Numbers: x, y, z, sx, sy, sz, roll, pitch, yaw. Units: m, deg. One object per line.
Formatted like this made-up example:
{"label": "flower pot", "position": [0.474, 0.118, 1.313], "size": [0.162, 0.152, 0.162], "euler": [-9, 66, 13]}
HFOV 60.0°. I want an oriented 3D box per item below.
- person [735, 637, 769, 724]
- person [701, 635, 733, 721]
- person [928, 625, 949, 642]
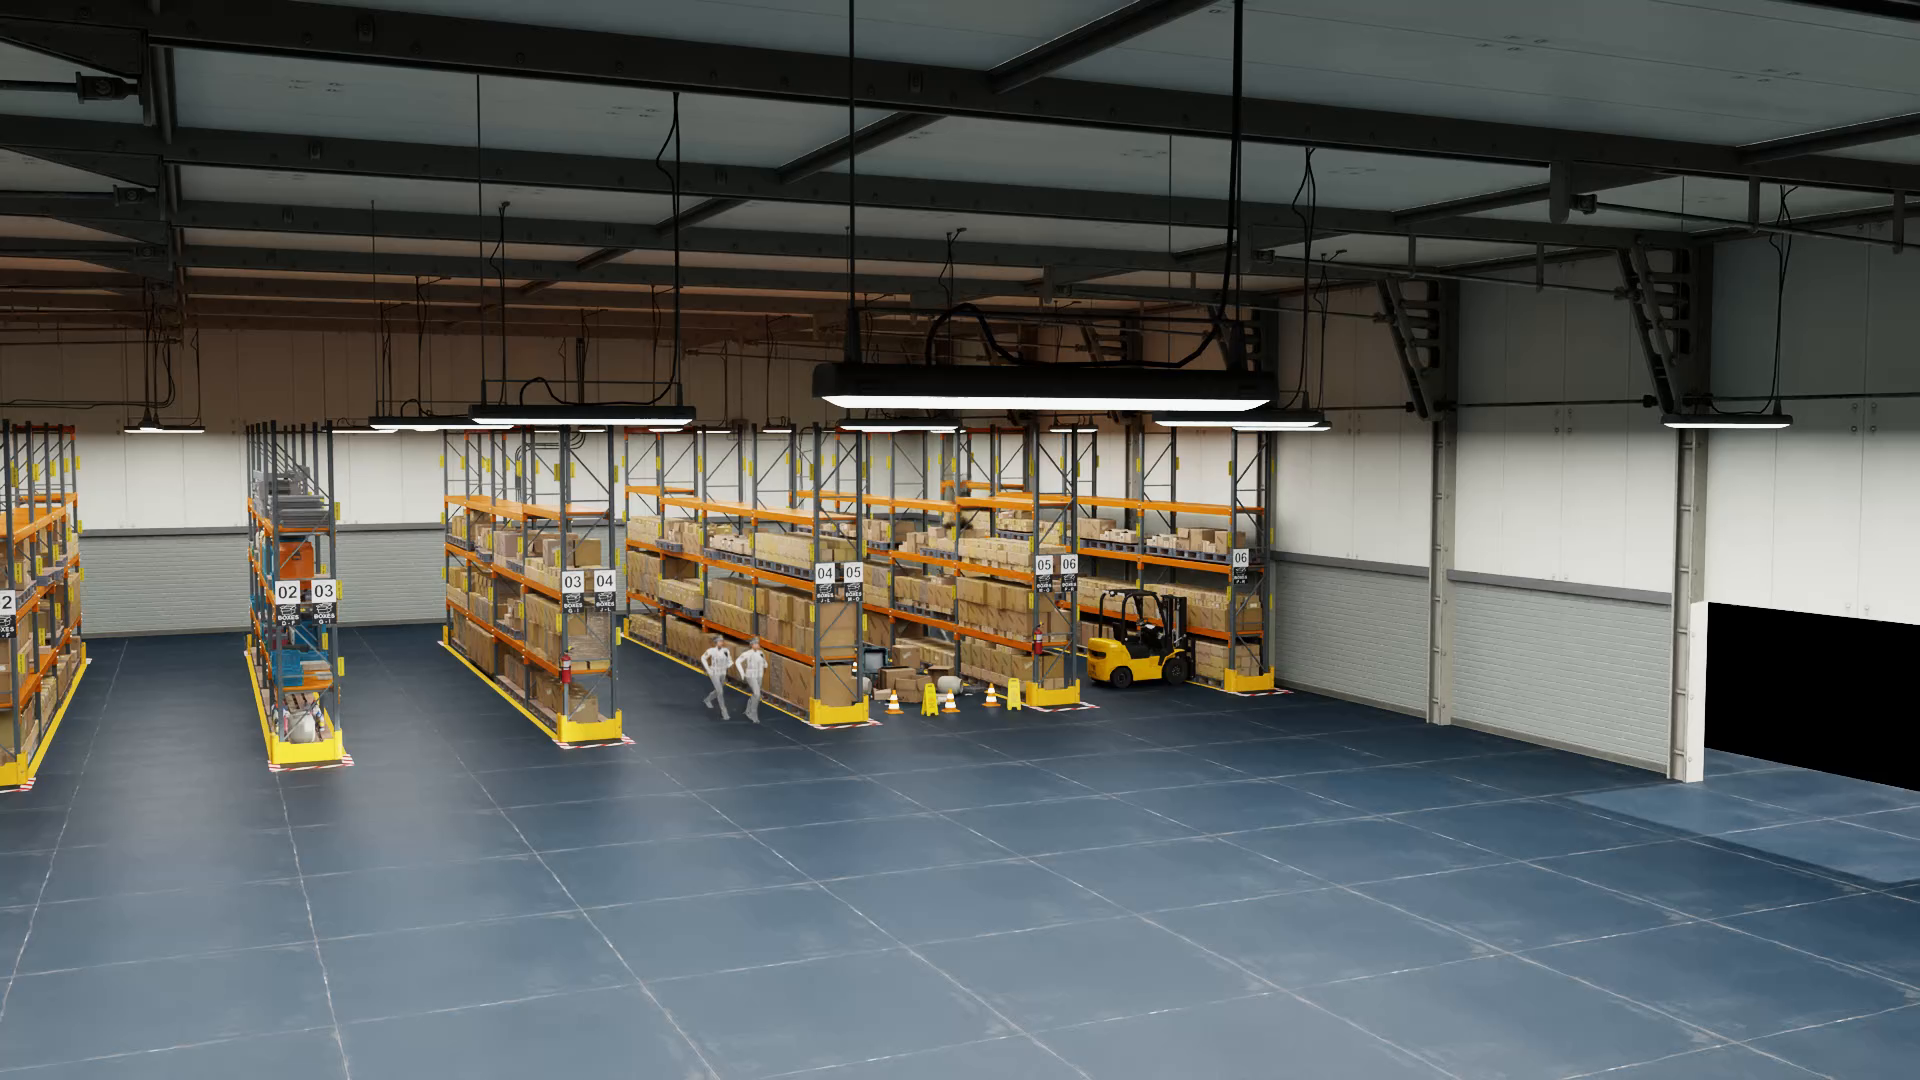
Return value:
{"label": "person", "position": [-4.118, 2.798, 33.322], "size": [0.735, 1.744, 0.581], "euler": [3, 5, 43]}
{"label": "person", "position": [-4.931, 2.776, 33.880], "size": [0.579, 1.734, 1.049], "euler": [-3, 5, -42]}
{"label": "person", "position": [-0.608, 2.091, 44.894], "size": [0.586, 1.659, 0.968], "euler": [-2, 4, -32]}
